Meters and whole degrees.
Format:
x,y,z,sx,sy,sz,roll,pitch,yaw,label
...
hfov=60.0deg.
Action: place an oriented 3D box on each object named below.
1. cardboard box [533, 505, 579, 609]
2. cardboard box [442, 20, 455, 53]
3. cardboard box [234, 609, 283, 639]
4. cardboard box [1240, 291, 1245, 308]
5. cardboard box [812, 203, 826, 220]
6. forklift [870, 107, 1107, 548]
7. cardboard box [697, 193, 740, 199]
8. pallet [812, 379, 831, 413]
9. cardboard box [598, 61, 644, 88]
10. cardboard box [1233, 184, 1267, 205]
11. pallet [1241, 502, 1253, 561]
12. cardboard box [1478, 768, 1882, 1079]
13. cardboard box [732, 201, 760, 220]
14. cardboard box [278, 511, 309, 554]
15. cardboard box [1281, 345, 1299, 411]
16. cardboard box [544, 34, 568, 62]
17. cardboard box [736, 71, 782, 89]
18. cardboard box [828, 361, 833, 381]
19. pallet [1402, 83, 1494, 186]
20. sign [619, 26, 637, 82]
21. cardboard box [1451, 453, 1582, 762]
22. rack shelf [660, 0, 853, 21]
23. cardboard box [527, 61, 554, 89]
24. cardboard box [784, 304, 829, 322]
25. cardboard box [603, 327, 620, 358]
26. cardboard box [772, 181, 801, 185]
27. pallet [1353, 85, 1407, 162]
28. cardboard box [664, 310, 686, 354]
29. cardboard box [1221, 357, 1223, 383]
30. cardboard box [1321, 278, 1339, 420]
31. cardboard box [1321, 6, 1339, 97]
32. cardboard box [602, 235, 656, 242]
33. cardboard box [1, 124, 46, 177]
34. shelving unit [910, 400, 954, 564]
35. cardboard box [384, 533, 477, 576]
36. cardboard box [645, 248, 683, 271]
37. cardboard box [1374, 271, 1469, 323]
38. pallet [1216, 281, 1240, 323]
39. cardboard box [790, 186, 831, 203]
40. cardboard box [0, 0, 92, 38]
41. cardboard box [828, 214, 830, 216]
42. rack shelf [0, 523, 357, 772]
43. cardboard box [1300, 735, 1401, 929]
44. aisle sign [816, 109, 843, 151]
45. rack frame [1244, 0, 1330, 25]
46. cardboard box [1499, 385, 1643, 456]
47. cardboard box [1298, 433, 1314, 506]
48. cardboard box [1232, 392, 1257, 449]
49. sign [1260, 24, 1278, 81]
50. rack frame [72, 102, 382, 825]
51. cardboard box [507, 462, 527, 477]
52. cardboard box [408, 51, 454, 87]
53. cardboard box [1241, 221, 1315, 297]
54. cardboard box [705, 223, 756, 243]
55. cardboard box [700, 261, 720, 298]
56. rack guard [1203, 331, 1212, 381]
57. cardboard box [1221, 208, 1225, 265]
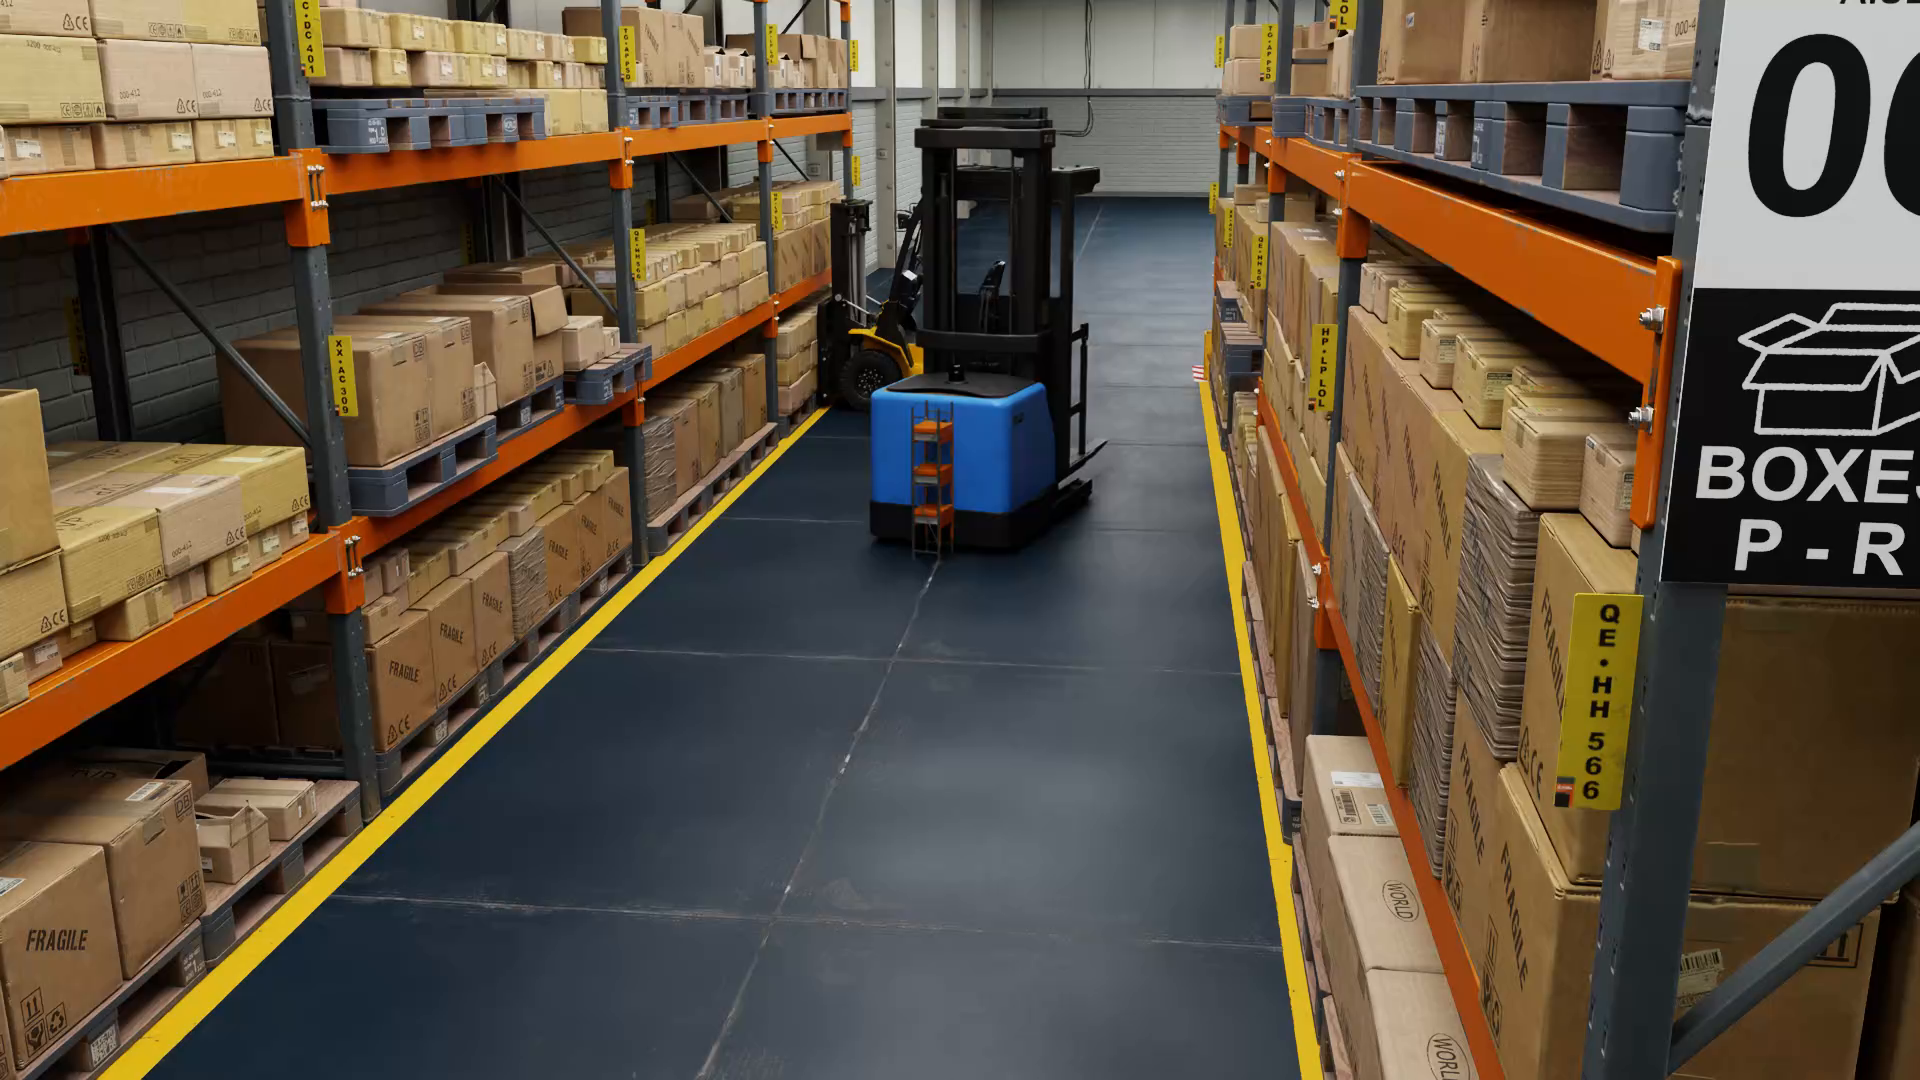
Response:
x,y,z,sx,sy,sz,roll,pitch,yaw,label
-2.534,0.092,9.560,0.500,0.500,0.500,2,15,9,cardboard box
-2.555,-2.313,7.639,0.380,0.149,0.250,2,15,7,cardboard box
-3.273,0.331,7.433,0.380,0.149,0.250,1,15,4,cardboard box
2.256,-1.796,12.233,0.380,0.149,0.250,2,15,8,cardboard box
-1.555,-3.298,16.678,0.380,0.149,0.250,2,15,7,cardboard box
0.375,-1.700,12.335,1.130,2.935,3.031,6,16,20,forklift
-2.288,-3.194,15.723,0.380,0.149,0.250,1,15,5,cardboard box
-1.858,-1.507,16.831,1.003,0.211,1.213,2,15,6,pallet
-2.235,-2.961,10.571,0.380,0.166,0.250,2,15,6,cardboard box
2.403,-2.782,13.394,0.380,0.149,0.250,2,15,6,cardboard box
2.446,-0.005,11.275,1.003,0.211,1.213,2,15,6,pallet
1.245,0.746,2.967,0.500,0.500,0.500,2,15,7,cardboard box
-1.794,-2.910,14.672,0.380,0.149,0.250,2,15,7,cardboard box
-2.813,-0.044,6.561,0.380,0.149,0.250,2,15,7,cardboard box
1.855,-0.799,8.199,0.500,0.250,0.500,2,15,7,cardboard box
-2.435,-2.772,9.373,0.380,0.149,0.250,1,15,4,cardboard box
-1.773,-4.016,14.506,0.380,0.149,0.250,2,15,7,cardboard box
-1.580,-1.719,16.735,0.500,0.250,0.500,2,15,8,cardboard box
1.662,-0.988,3.994,1.003,0.211,1.213,2,15,6,pallet
-2.037,-2.974,10.178,0.100,0.325,0.005,2,15,6,sign
1.301,0.127,3.337,0.500,0.500,0.500,2,15,6,cardboard box
-1.899,-5.205,15.817,1.077,0.370,4.000,2,15,6,rack shelf
-2.466,-2.563,9.169,0.380,0.149,0.250,2,15,6,cardboard box
-1.579,-2.203,16.609,0.500,0.250,0.500,1,15,5,cardboard box
-2.269,-1.193,10.005,0.380,0.149,0.250,2,15,7,cardboard box
-1.924,-3.792,17.936,0.380,0.149,0.250,1,15,5,cardboard box
1.802,-1.304,5.161,1.003,0.211,1.213,2,15,6,pallet
-2.222,-1.459,11.599,0.500,0.250,0.500,1,15,5,cardboard box
2.663,-1.716,15.289,0.500,0.500,0.500,2,15,7,cardboard box
1.706,-0.765,6.637,0.500,0.500,0.500,2,15,8,cardboard box
2.463,-2.746,9.324,0.797,0.503,0.637,1,15,3,cardboard box
-2.574,-2.278,12.907,0.380,0.149,0.250,2,15,6,cardboard box
-2.958,-1.150,4.904,0.380,0.149,0.250,2,15,7,cardboard box
-0.183,-0.388,11.087,0.215,1.050,0.252,6,16,20,shelving unit
-2.668,0.073,8.385,0.380,0.149,0.250,2,15,6,cardboard box
-2.200,-2.000,11.876,0.380,0.149,0.250,2,15,7,cardboard box
1.598,-0.814,5.575,0.380,0.149,0.250,2,15,7,cardboard box
2.577,-1.899,13.306,1.003,0.211,1.213,2,15,6,pallet
-1.525,-3.507,16.882,0.380,0.149,0.250,2,15,8,cardboard box
-2.960,-1.615,4.903,0.500,0.250,0.500,2,15,7,cardboard box
-1.536,-3.147,17.362,0.500,0.500,0.500,2,15,8,cardboard box
-3.253,0.610,5.037,1.077,0.370,4.000,2,15,6,rack shelf
1.727,1.083,6.014,0.875,0.438,0.875,1,15,5,cardboard box
-1.374,-4.632,18.064,0.394,0.787,0.004,2,15,6,aisle sign
2.807,-5.082,13.215,1.000,3.000,0.127,2,15,6,rack frame
1.314,-0.216,3.366,0.380,0.149,0.250,2,15,8,cardboard box
1.763,-0.294,7.290,0.500,0.250,0.500,1,15,5,cardboard box
2.751,-0.984,13.783,0.950,0.372,0.625,2,15,7,cardboard box
1.817,-2.862,9.764,0.100,0.325,0.005,2,15,6,sign
-3.028,-0.256,6.862,1.000,3.000,0.127,2,15,6,rack frame
-2.945,-0.476,10.419,0.380,0.149,0.250,2,15,9,cardboard box
-2.490,-2.097,7.410,0.380,0.149,0.250,2,15,7,cardboard box
2.234,-1.934,11.502,0.500,0.500,0.500,1,15,2,cardboard box
-1.943,-2.597,14.086,0.380,0.149,0.250,2,15,8,cardboard box
-2.116,-1.968,12.525,0.500,0.250,0.500,2,15,7,cardboard box
3.250,-1.997,18.088,1.175,0.500,0.348,2,15,6,rack guard
2.769,-2.901,15.884,0.500,0.500,0.500,1,15,5,cardboard box
